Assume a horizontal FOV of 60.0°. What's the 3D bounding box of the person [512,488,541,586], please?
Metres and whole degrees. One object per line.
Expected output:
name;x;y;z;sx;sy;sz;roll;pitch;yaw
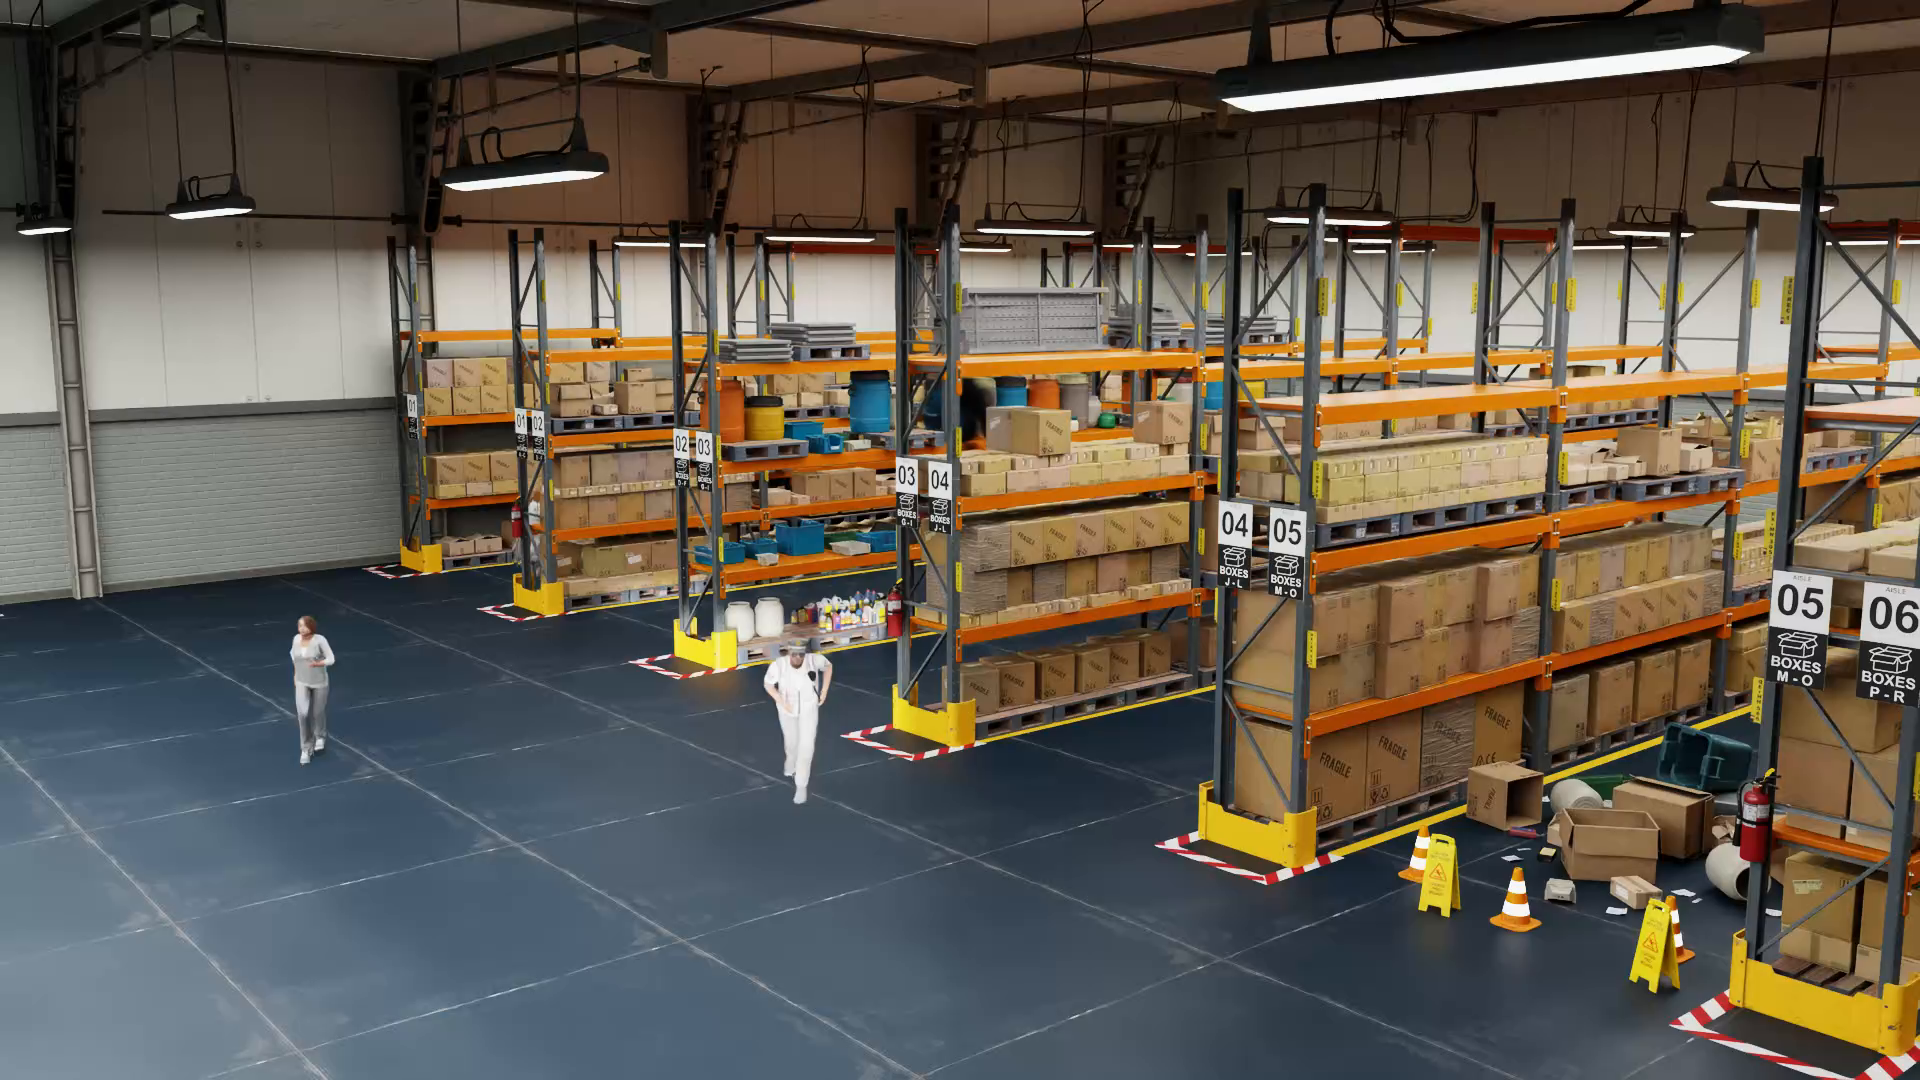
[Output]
person;-7.311;0.078;28.411;0.746;1.514;0.677;7;11;40

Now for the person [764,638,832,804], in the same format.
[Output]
person;-1.664;1.764;17.047;0.704;1.719;1.024;-2;9;-11

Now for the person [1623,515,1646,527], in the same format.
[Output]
person;10.379;0.363;25.581;0.644;1.811;0.824;7;11;39

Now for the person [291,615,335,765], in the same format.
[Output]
person;-7.057;1.617;18.145;0.507;1.648;0.710;-1;9;-9
